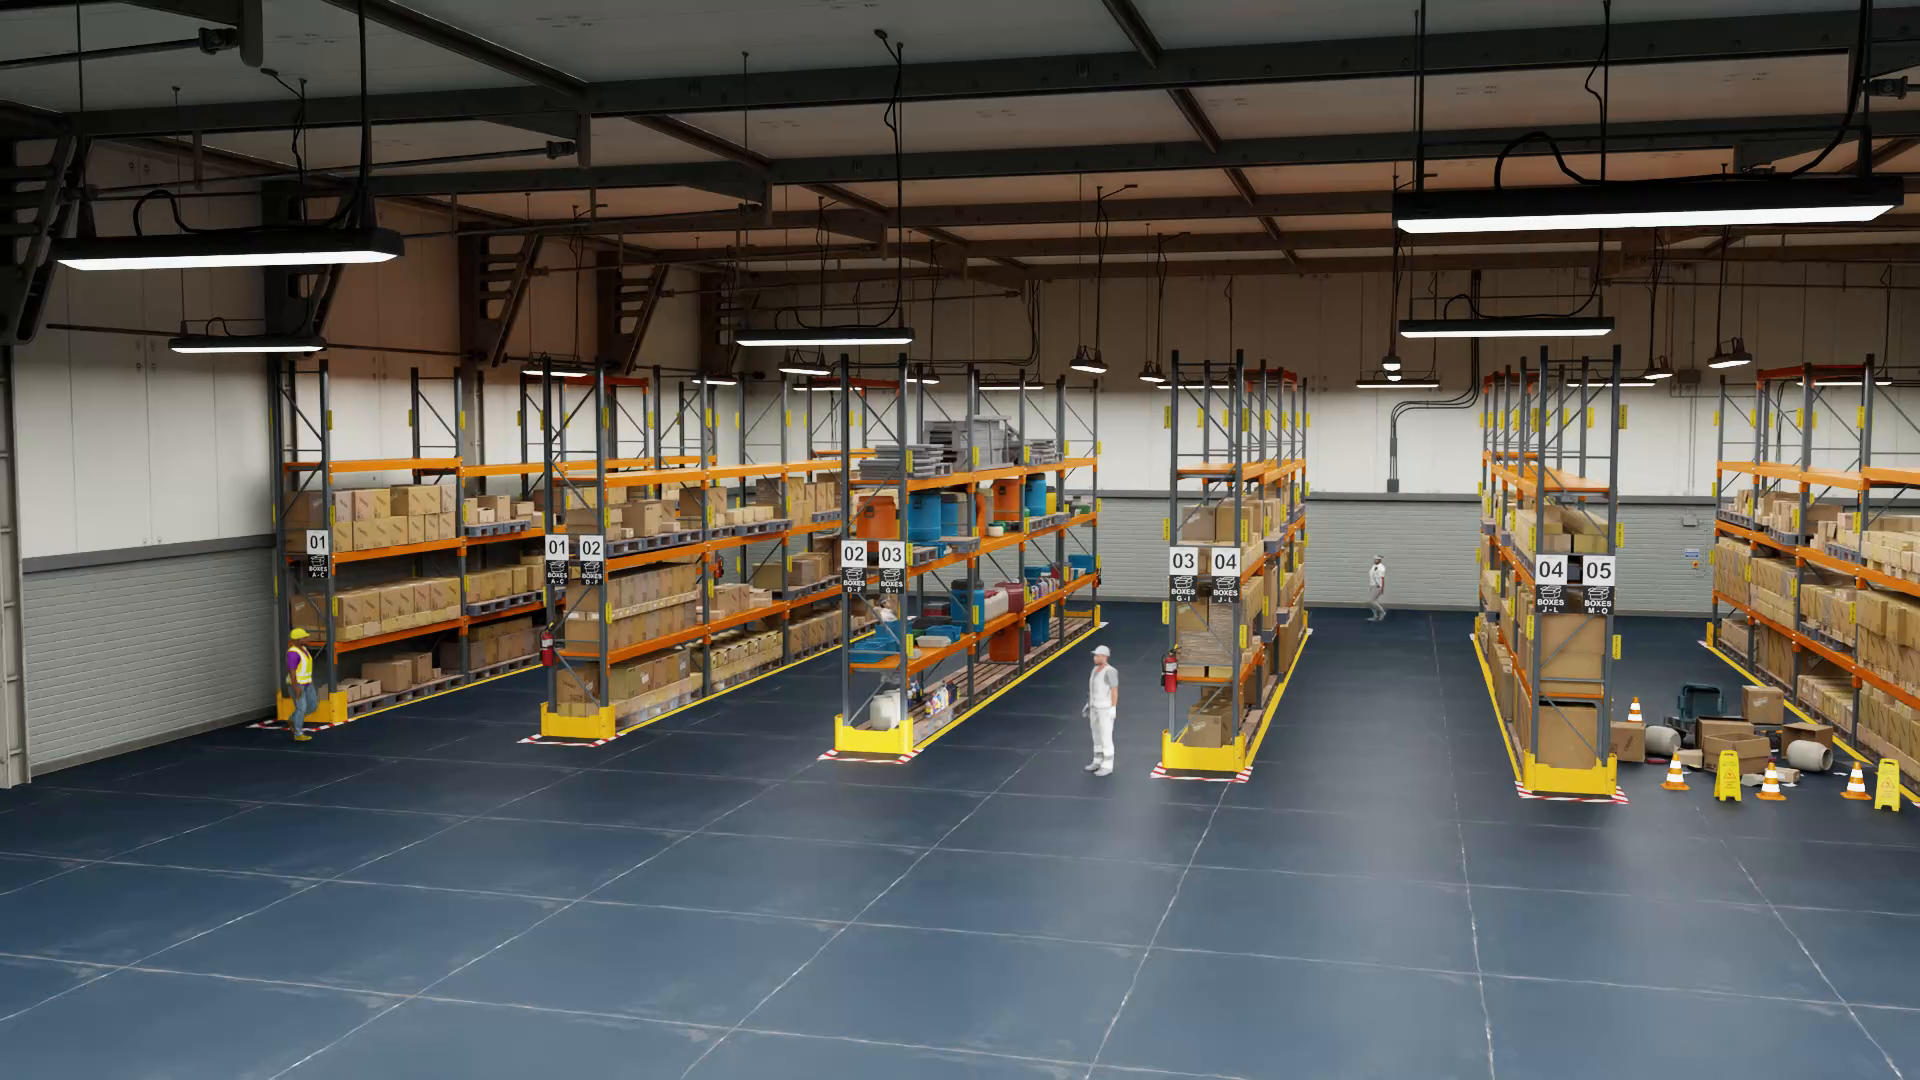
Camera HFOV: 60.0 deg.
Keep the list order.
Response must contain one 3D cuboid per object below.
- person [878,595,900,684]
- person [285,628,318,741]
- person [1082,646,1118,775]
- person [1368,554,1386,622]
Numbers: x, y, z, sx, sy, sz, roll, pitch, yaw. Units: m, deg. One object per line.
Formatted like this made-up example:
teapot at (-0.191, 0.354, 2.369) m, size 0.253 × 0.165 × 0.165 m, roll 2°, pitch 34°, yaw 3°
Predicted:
person at (-1.274, 1.879, 31.502) m, size 0.566 × 1.696 × 0.511 m, roll 0°, pitch 4°, yaw 4°
person at (-10.335, 2.247, 25.869) m, size 0.555 × 1.757 × 0.578 m, roll 1°, pitch 4°, yaw 12°
person at (1.977, 2.406, 23.667) m, size 0.387 × 1.806 × 0.593 m, roll -2°, pitch 5°, yaw -29°
person at (10.328, 1.183, 41.311) m, size 0.420 × 1.696 × 0.429 m, roll 0°, pitch 4°, yaw 0°
